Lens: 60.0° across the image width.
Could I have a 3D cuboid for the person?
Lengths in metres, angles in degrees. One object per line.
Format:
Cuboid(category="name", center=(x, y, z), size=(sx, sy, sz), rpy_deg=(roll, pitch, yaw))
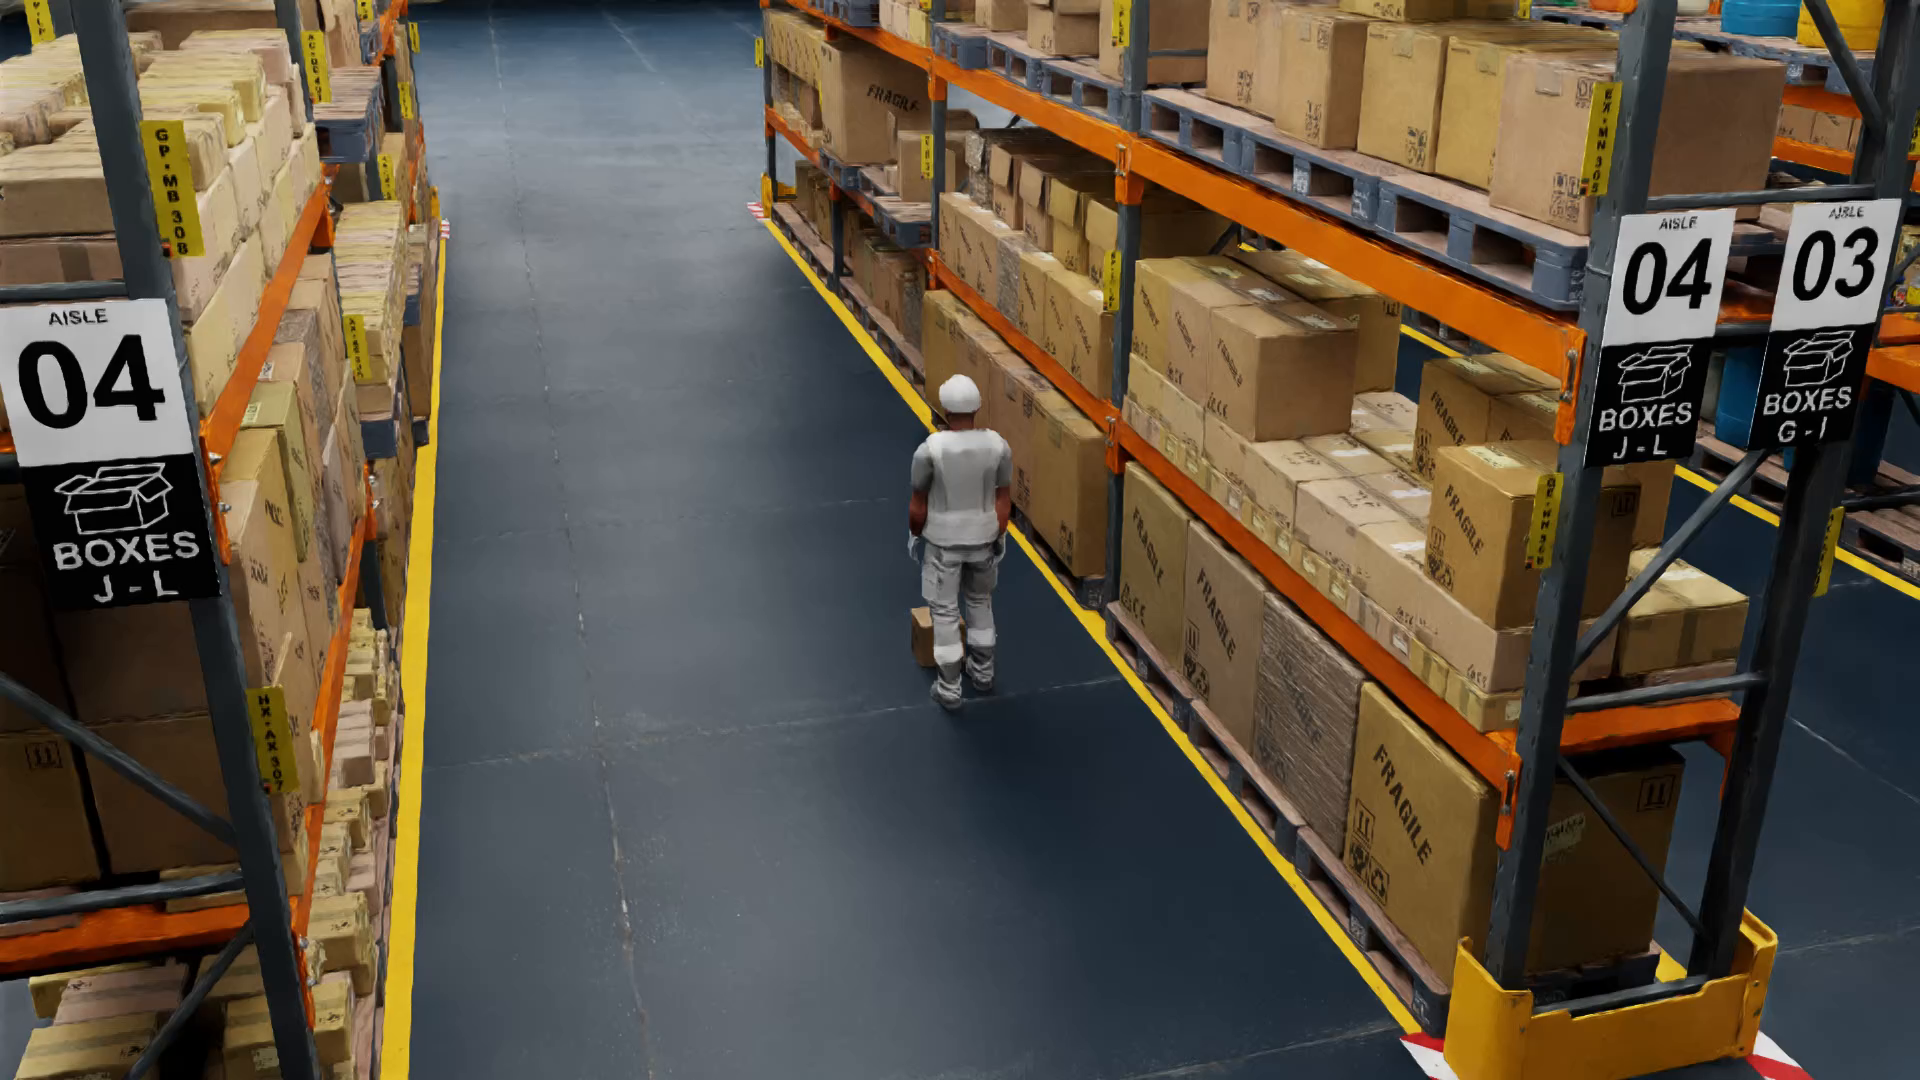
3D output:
Cuboid(category="person", center=(-0.010, -0.014, 8.615), size=(0.528, 1.788, 0.469), rpy_deg=(-6, 23, -13))
